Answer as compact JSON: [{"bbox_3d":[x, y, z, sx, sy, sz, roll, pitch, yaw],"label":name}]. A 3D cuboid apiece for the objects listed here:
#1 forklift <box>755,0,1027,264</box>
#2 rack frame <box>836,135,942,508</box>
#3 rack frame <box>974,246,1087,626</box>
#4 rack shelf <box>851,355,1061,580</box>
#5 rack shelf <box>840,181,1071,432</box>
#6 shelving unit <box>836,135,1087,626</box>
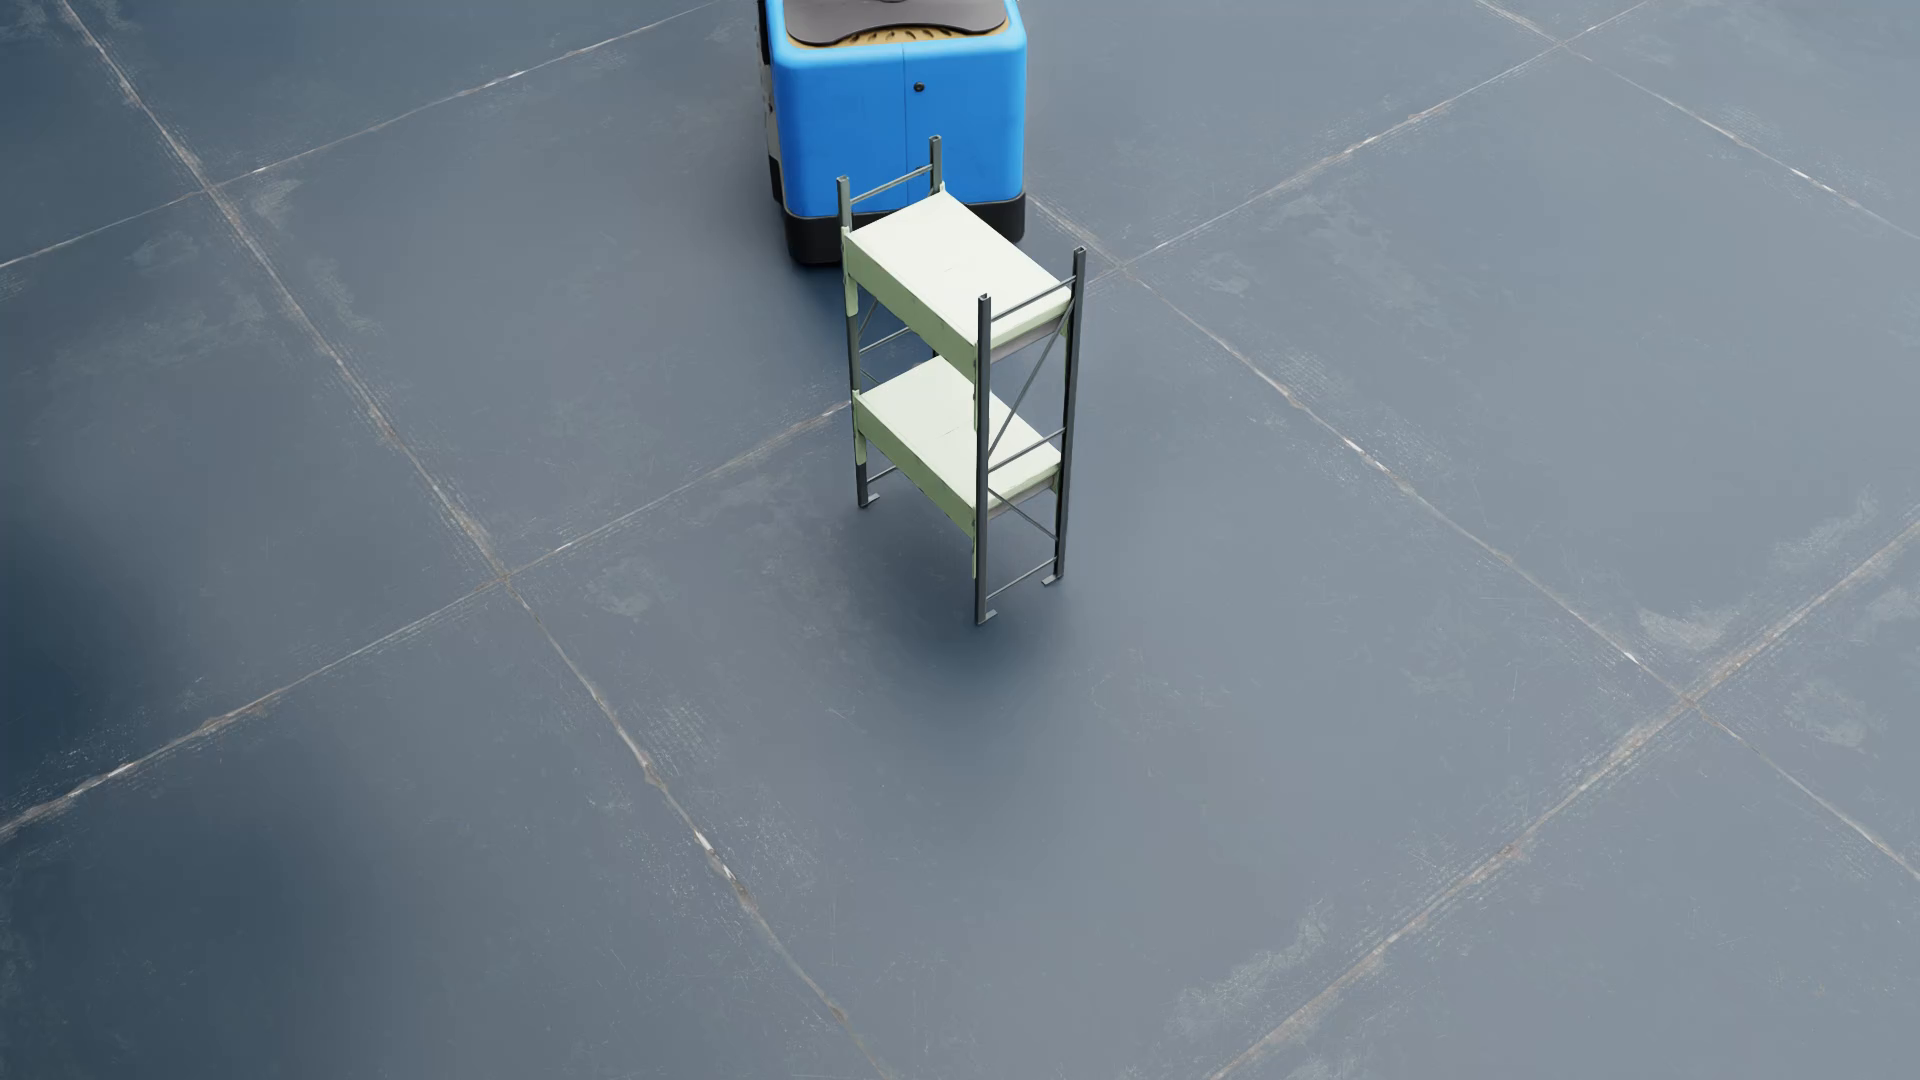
[{"bbox_3d":[-0.434,-3.294,7.258,1.130,2.935,3.031,-6,48,-5],"label":"forklift"},{"bbox_3d":[-0.226,-0.723,5.894,0.400,1.500,0.023,-29,54,-24],"label":"rack frame"},{"bbox_3d":[0.218,-0.292,5.502,0.400,1.500,0.023,-29,54,-24],"label":"rack frame"},{"bbox_3d":[-0.004,-0.289,5.939,0.431,0.370,0.720,-29,54,-24],"label":"rack shelf"},{"bbox_3d":[-0.004,-0.770,5.409,0.431,0.370,0.720,-29,54,-24],"label":"rack shelf"},{"bbox_3d":[-0.004,-0.508,5.698,0.431,1.500,0.755,-29,54,-24],"label":"shelving unit"}]
